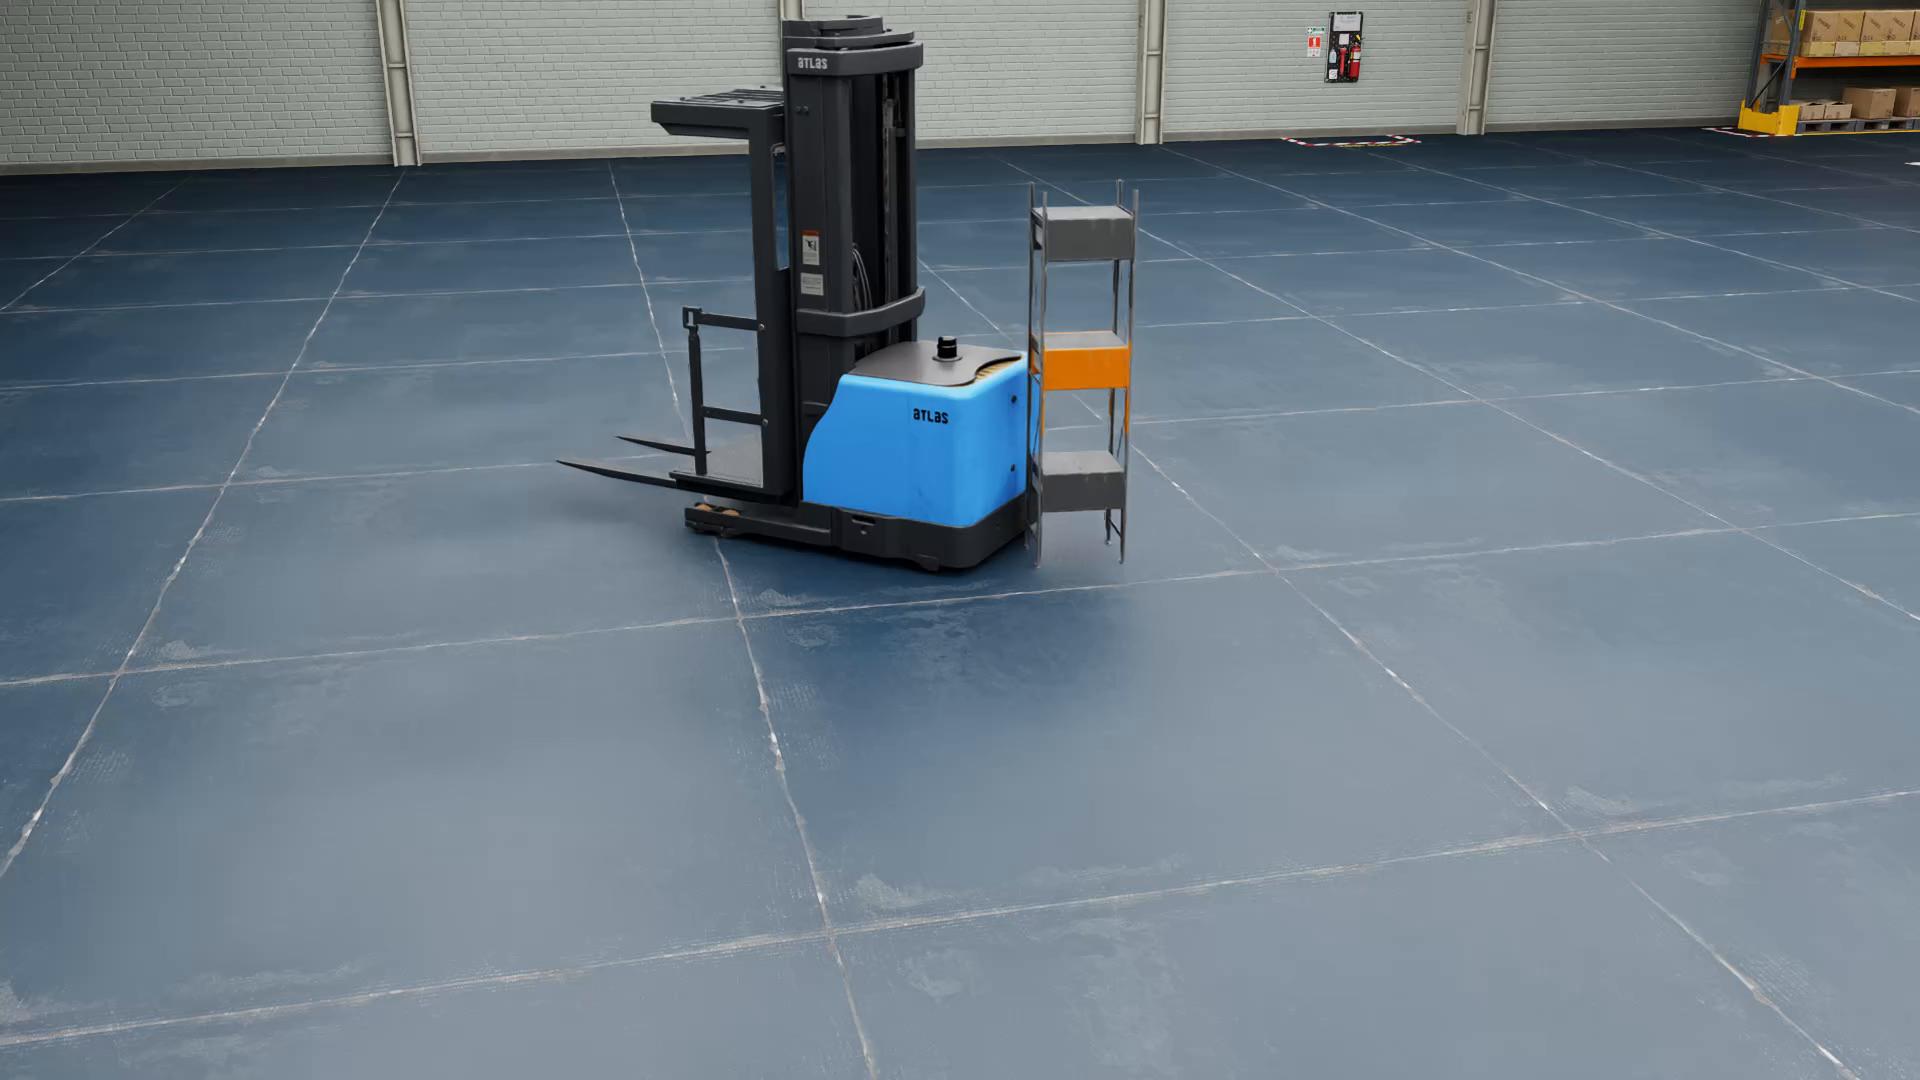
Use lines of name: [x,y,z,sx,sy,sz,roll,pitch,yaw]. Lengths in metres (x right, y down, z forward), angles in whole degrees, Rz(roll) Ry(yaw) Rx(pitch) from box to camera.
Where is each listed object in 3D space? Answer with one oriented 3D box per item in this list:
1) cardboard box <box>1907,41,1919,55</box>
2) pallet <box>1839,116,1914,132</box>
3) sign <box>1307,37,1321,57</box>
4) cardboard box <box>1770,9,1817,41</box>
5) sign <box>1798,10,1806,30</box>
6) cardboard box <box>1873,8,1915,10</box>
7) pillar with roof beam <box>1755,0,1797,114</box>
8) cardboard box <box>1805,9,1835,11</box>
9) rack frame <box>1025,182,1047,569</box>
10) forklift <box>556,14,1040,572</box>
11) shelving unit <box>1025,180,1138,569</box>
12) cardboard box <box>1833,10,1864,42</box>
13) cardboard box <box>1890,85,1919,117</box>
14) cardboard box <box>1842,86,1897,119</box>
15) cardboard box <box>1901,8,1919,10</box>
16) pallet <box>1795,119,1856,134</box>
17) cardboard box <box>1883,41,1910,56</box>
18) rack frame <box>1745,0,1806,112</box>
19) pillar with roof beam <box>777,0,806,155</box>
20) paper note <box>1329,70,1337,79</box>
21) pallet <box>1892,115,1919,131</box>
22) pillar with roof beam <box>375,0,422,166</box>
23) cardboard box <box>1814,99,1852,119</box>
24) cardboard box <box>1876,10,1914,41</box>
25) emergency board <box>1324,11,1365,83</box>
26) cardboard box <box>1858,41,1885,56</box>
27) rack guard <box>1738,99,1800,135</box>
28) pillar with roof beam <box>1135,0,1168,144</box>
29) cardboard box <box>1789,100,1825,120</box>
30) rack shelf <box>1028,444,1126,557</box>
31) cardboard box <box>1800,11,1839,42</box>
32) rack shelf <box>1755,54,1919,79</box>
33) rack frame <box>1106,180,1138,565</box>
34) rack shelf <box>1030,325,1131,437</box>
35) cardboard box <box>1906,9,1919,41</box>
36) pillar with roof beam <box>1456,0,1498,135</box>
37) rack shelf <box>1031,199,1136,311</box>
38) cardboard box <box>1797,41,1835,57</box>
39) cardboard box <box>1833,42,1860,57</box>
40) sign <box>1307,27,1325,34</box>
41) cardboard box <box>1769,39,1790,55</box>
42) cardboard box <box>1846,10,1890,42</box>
cardboard box: [16.916,-8.773,29.593,0.500,0.250,0.500,-5,21,-13]
pallet: [16.445,-7.583,30.208,1.213,0.211,1.003,-5,21,-12]
sign: [6.055,-8.433,28.424,0.234,0.329,0.001,-5,21,-12]
cardboard box: [14.797,-9.138,29.498,0.500,0.500,0.500,-5,21,-13]
sign: [14.512,-8.963,28.664,0.005,0.325,0.100,-5,21,-12]
cardboard box: [16.784,-9.302,29.945,0.500,0.500,0.500,-4,21,-11]
pillar with roof beam: [15.860,-10.459,25.285,0.400,9.000,9.100,-5,21,-12]
cardboard box: [15.289,-9.175,29.598,0.500,0.500,0.500,-4,21,-12]
rack frame: [0.415,-0.888,9.187,0.015,2.100,0.400,-3,20,-8]
forklift: [-1.067,-1.537,9.750,3.031,2.935,1.130,10,22,25]
shelving unit: [0.656,-0.900,9.220,0.503,2.100,0.431,-3,20,-8]
cardboard box: [15.404,-9.003,29.128,0.500,0.500,0.500,-5,21,-12]
cardboard box: [17.279,-7.992,30.267,0.500,0.500,0.500,-6,21,-17]
cardboard box: [16.362,-7.882,29.966,0.500,0.500,0.700,-6,21,-16]
cardboard box: [17.270,-9.339,30.047,0.500,0.500,0.500,-5,21,-13]
pallet: [15.260,-7.488,29.948,1.213,0.211,1.003,-5,21,-12]
cardboard box: [16.427,-8.733,29.484,0.500,0.250,0.500,-4,21,-12]
rack frame: [14.387,-8.738,29.309,0.127,3.000,1.000,-5,21,-12]
pillar with roof beam: [-1.657,-9.035,21.396,0.400,9.000,9.100,-5,21,-12]
paper note: [6.429,-8.021,28.631,0.142,0.148,0.016,-5,21,-12]
pallet: [17.634,-7.681,30.475,1.213,0.211,1.003,-5,21,-12]
pillar with roof beam: [-7.496,-8.560,20.099,0.400,9.000,9.100,-5,21,-12]
cardboard box: [15.636,-7.752,29.886,0.500,0.311,0.500,-3,20,-8]
cardboard box: [16.408,-9.086,29.357,0.500,0.500,0.500,-4,20,-11]
emergency board: [6.617,-8.426,28.455,0.643,1.169,0.194,-5,21,-12]
cardboard box: [15.934,-8.694,29.376,0.500,0.250,0.500,-5,21,-13]
rack guard: [14.461,-7.571,29.755,0.348,0.500,1.175,-5,21,-12]
pillar with roof beam: [4.182,-9.510,22.692,0.400,9.000,9.100,-5,21,-12]
cardboard box: [15.081,-7.707,29.763,0.500,0.311,0.500,-7,21,-19]
rack shelf: [0.656,-0.230,9.465,0.480,0.518,0.431,-3,20,-8]
cardboard box: [14.921,-8.967,29.031,0.500,0.500,0.500,-5,21,-12]
rack shelf: [16.334,-8.559,29.865,4.000,0.370,1.077,-5,21,-12]
rack frame: [0.898,-0.913,9.253,0.015,2.100,0.400,-3,20,-8]
rack shelf: [0.656,-0.888,9.225,0.480,0.518,0.431,-3,20,-8]
cardboard box: [16.914,-9.128,29.470,0.500,0.500,0.500,-5,21,-14]
pillar with roof beam: [10.021,-9.984,23.988,0.400,9.000,9.100,-5,21,-12]
rack shelf: [0.656,-1.545,8.984,0.480,0.518,0.431,-3,20,-8]
cardboard box: [14.935,-8.610,29.146,0.500,0.250,0.500,-5,21,-14]
cardboard box: [15.437,-8.656,29.272,0.500,0.250,0.500,-5,21,-14]
sign: [6.061,-8.679,28.325,0.331,0.109,0.001,-5,21,-12]
cardboard box: [14.798,-8.779,29.609,0.500,0.250,0.500,-4,21,-12]
cardboard box: [15.909,-9.041,29.234,0.500,0.500,0.500,-5,21,-14]
